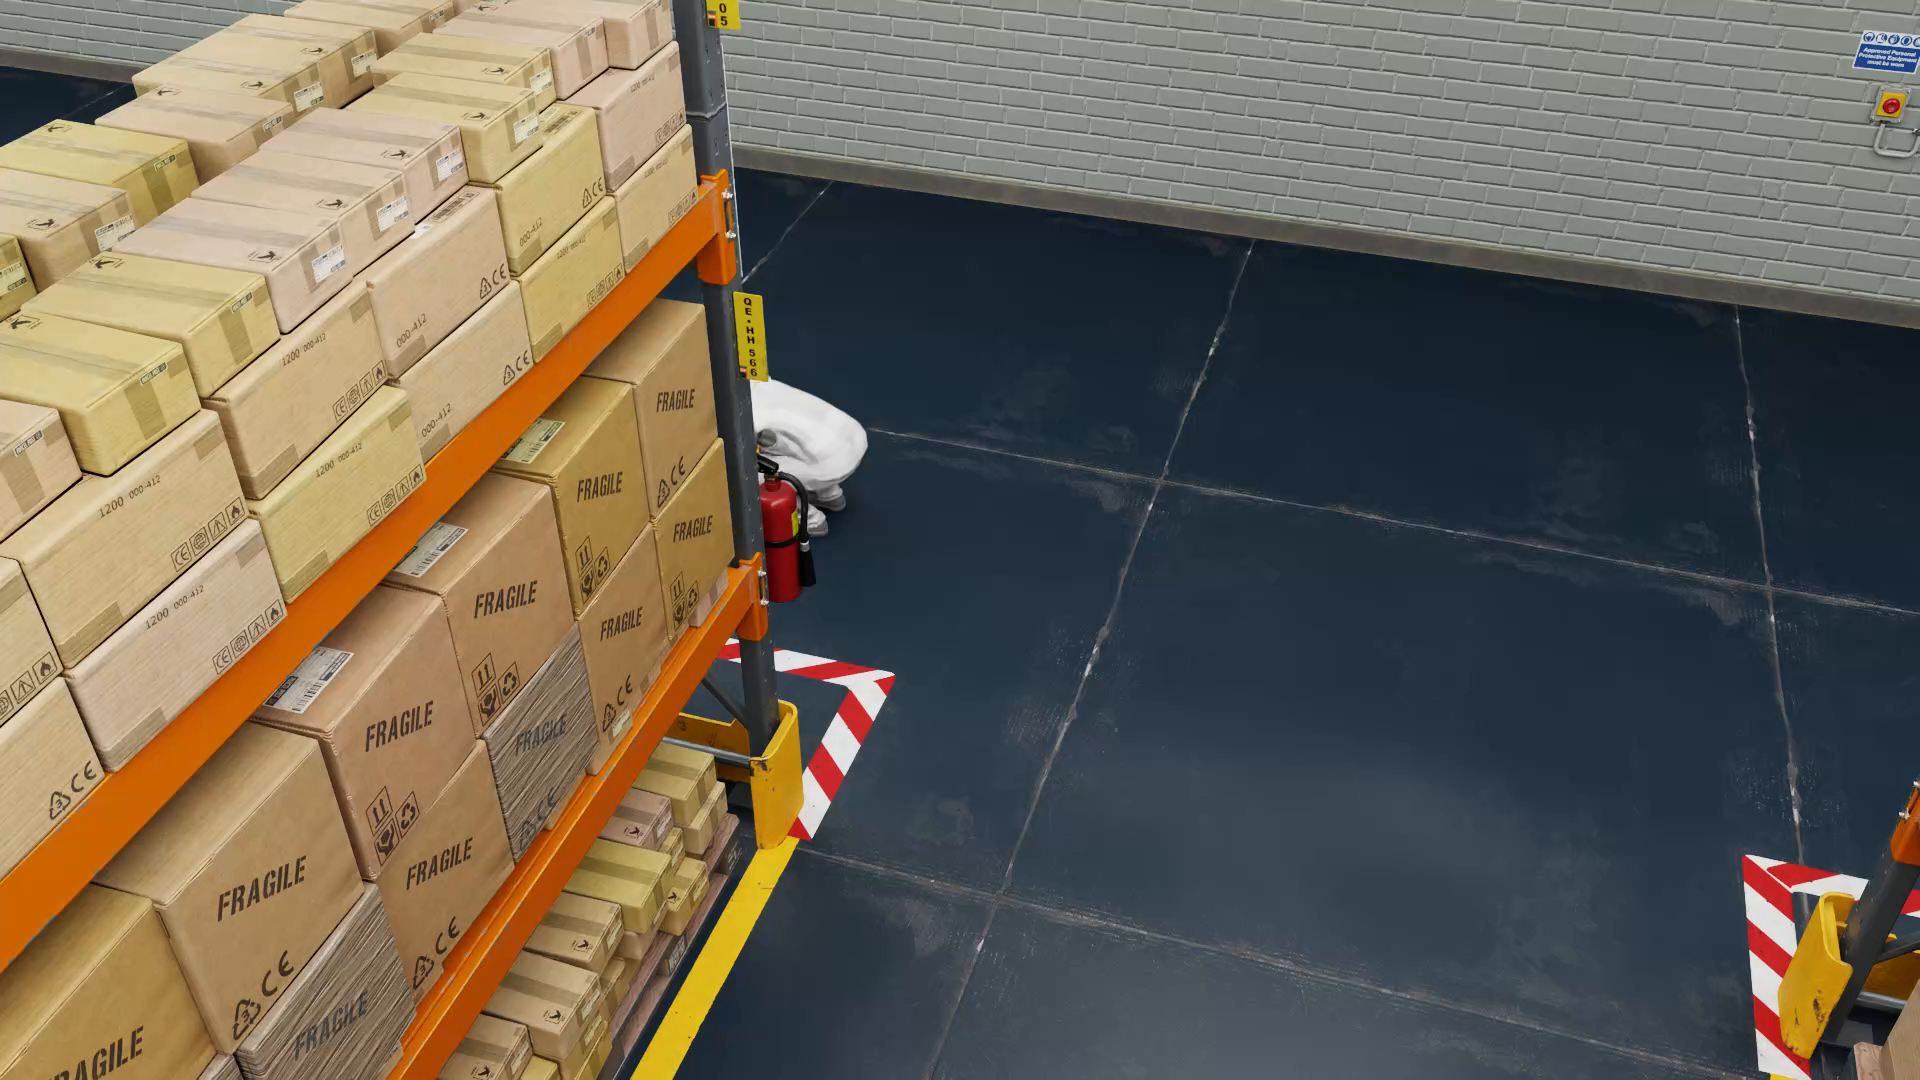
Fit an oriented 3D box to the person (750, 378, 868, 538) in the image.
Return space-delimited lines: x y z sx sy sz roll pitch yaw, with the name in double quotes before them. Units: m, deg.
"person" -0.926 -0.433 8.334 0.911 0.873 0.551 10 38 14
